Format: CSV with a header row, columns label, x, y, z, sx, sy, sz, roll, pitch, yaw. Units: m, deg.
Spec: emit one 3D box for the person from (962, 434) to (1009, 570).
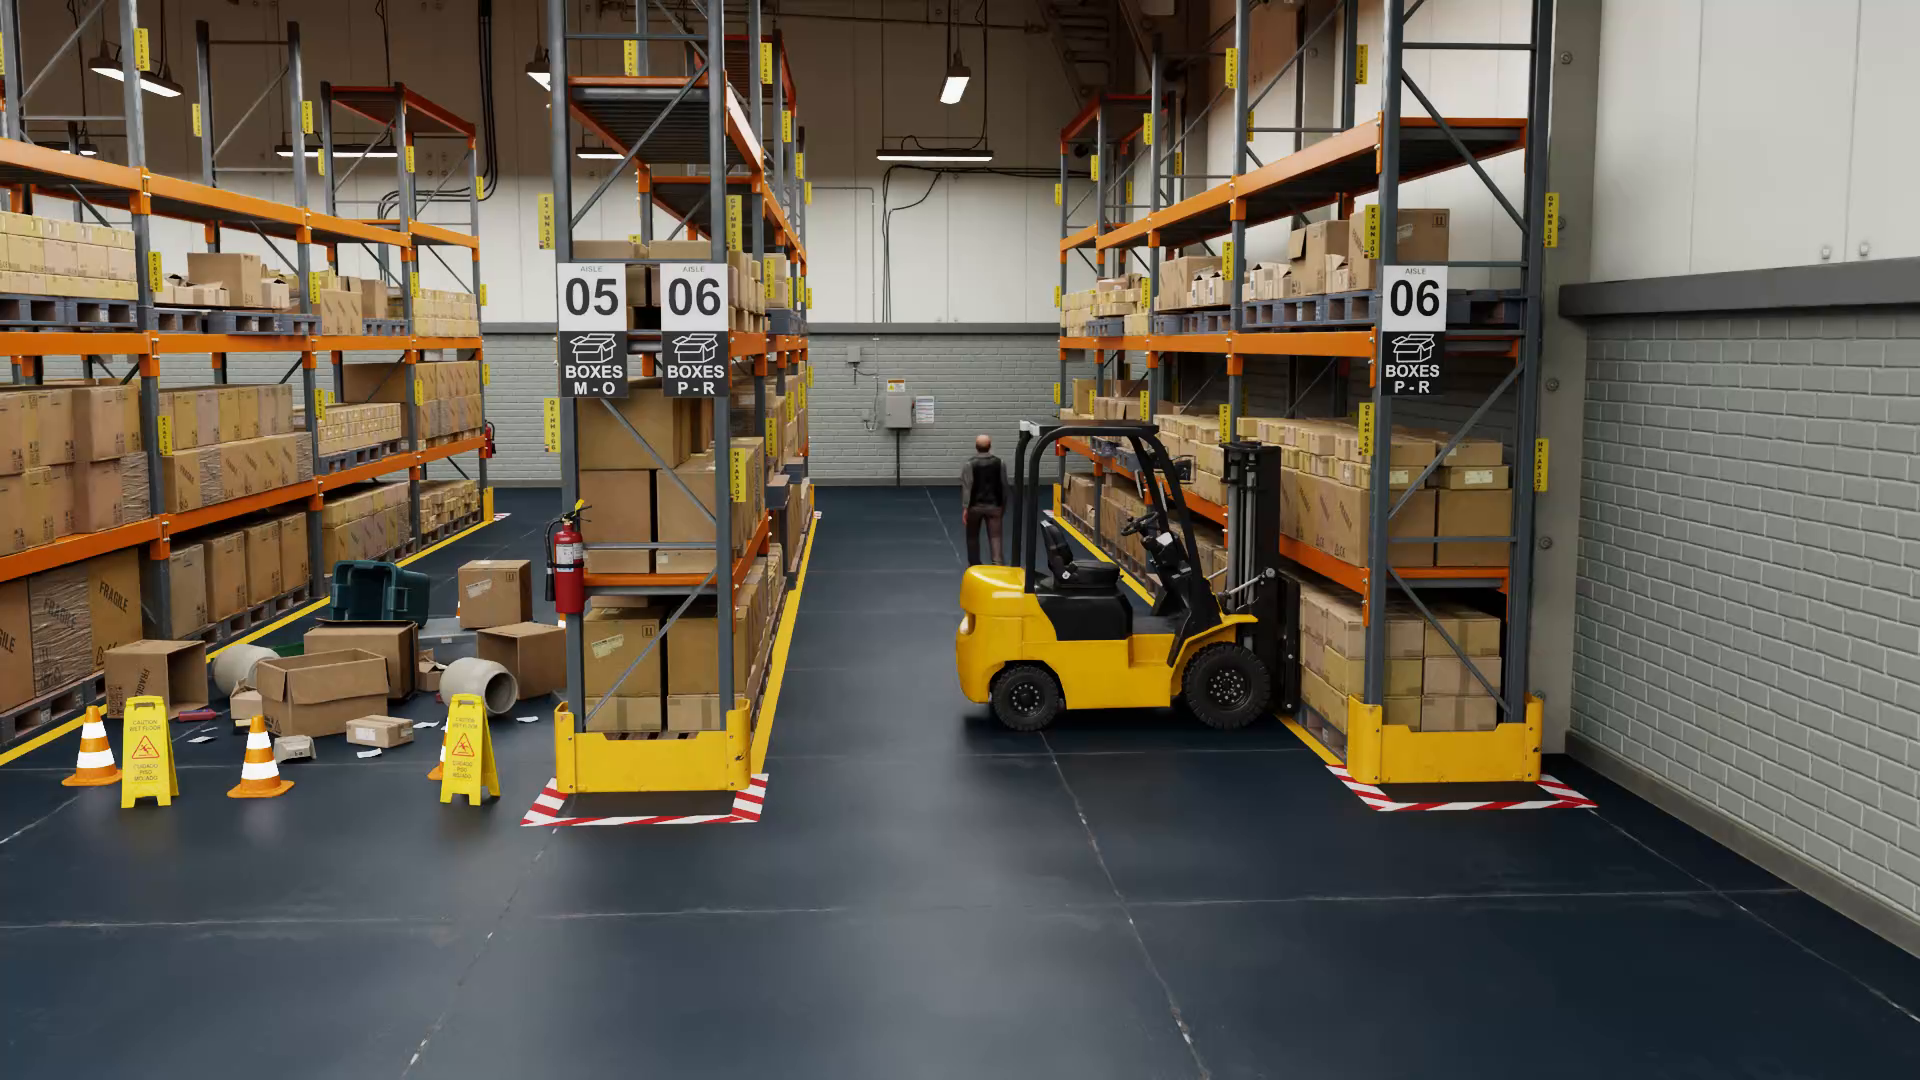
label,x,y,z,sx,sy,sz,roll,pitch,yaw
person,0.280,-0.367,18.964,0.559,1.679,0.985,-1,7,-8
